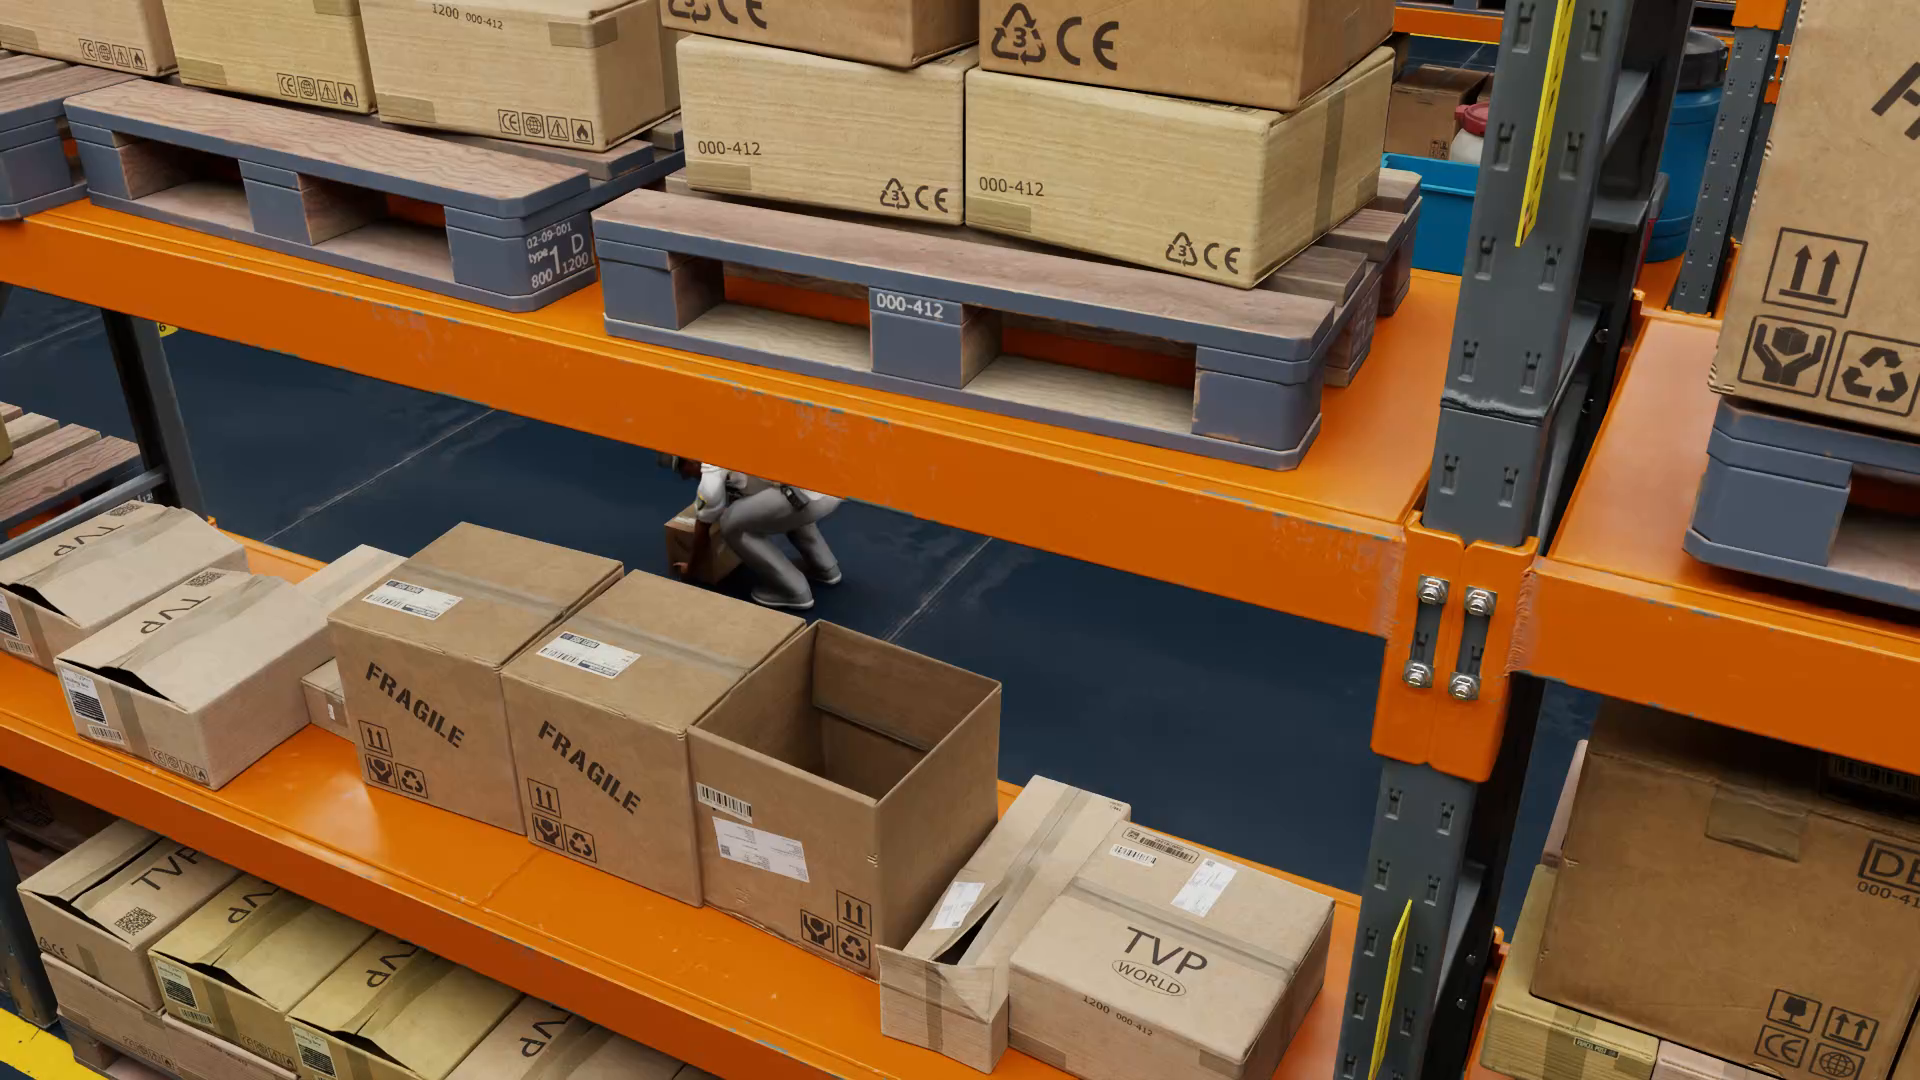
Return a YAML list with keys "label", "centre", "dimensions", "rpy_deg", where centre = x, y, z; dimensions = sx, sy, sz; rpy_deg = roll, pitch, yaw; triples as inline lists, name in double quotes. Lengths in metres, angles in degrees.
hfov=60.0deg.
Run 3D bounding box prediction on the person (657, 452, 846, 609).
- label: "person"
  centre: [-0.874, -0.138, 7.270]
  dimensions: [0.925, 0.803, 0.467]
  rpy_deg: [13, 33, 22]
